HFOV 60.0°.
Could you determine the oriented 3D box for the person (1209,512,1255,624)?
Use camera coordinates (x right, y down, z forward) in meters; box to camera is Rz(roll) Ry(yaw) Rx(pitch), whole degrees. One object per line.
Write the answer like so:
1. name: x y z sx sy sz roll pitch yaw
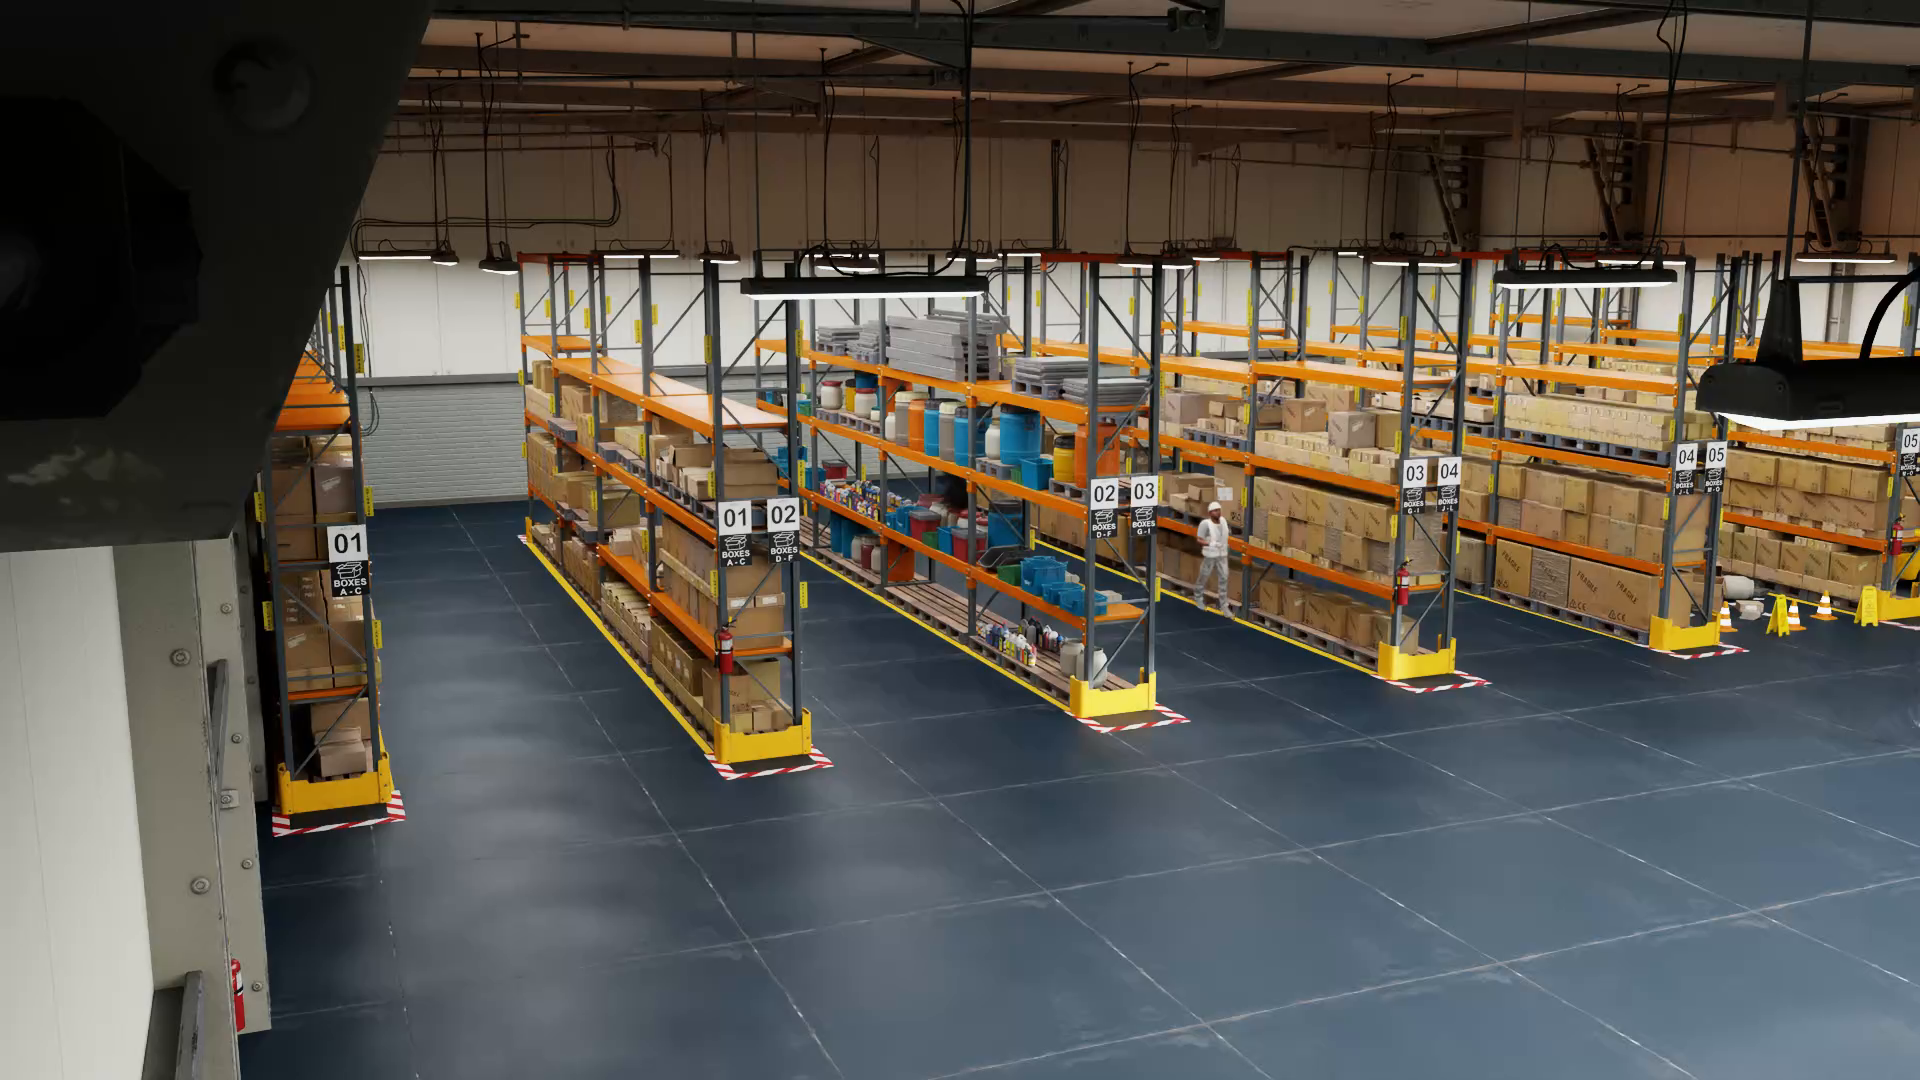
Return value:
1. person: 4.375 0.449 26.242 0.662 1.760 0.673 -6 12 -28
